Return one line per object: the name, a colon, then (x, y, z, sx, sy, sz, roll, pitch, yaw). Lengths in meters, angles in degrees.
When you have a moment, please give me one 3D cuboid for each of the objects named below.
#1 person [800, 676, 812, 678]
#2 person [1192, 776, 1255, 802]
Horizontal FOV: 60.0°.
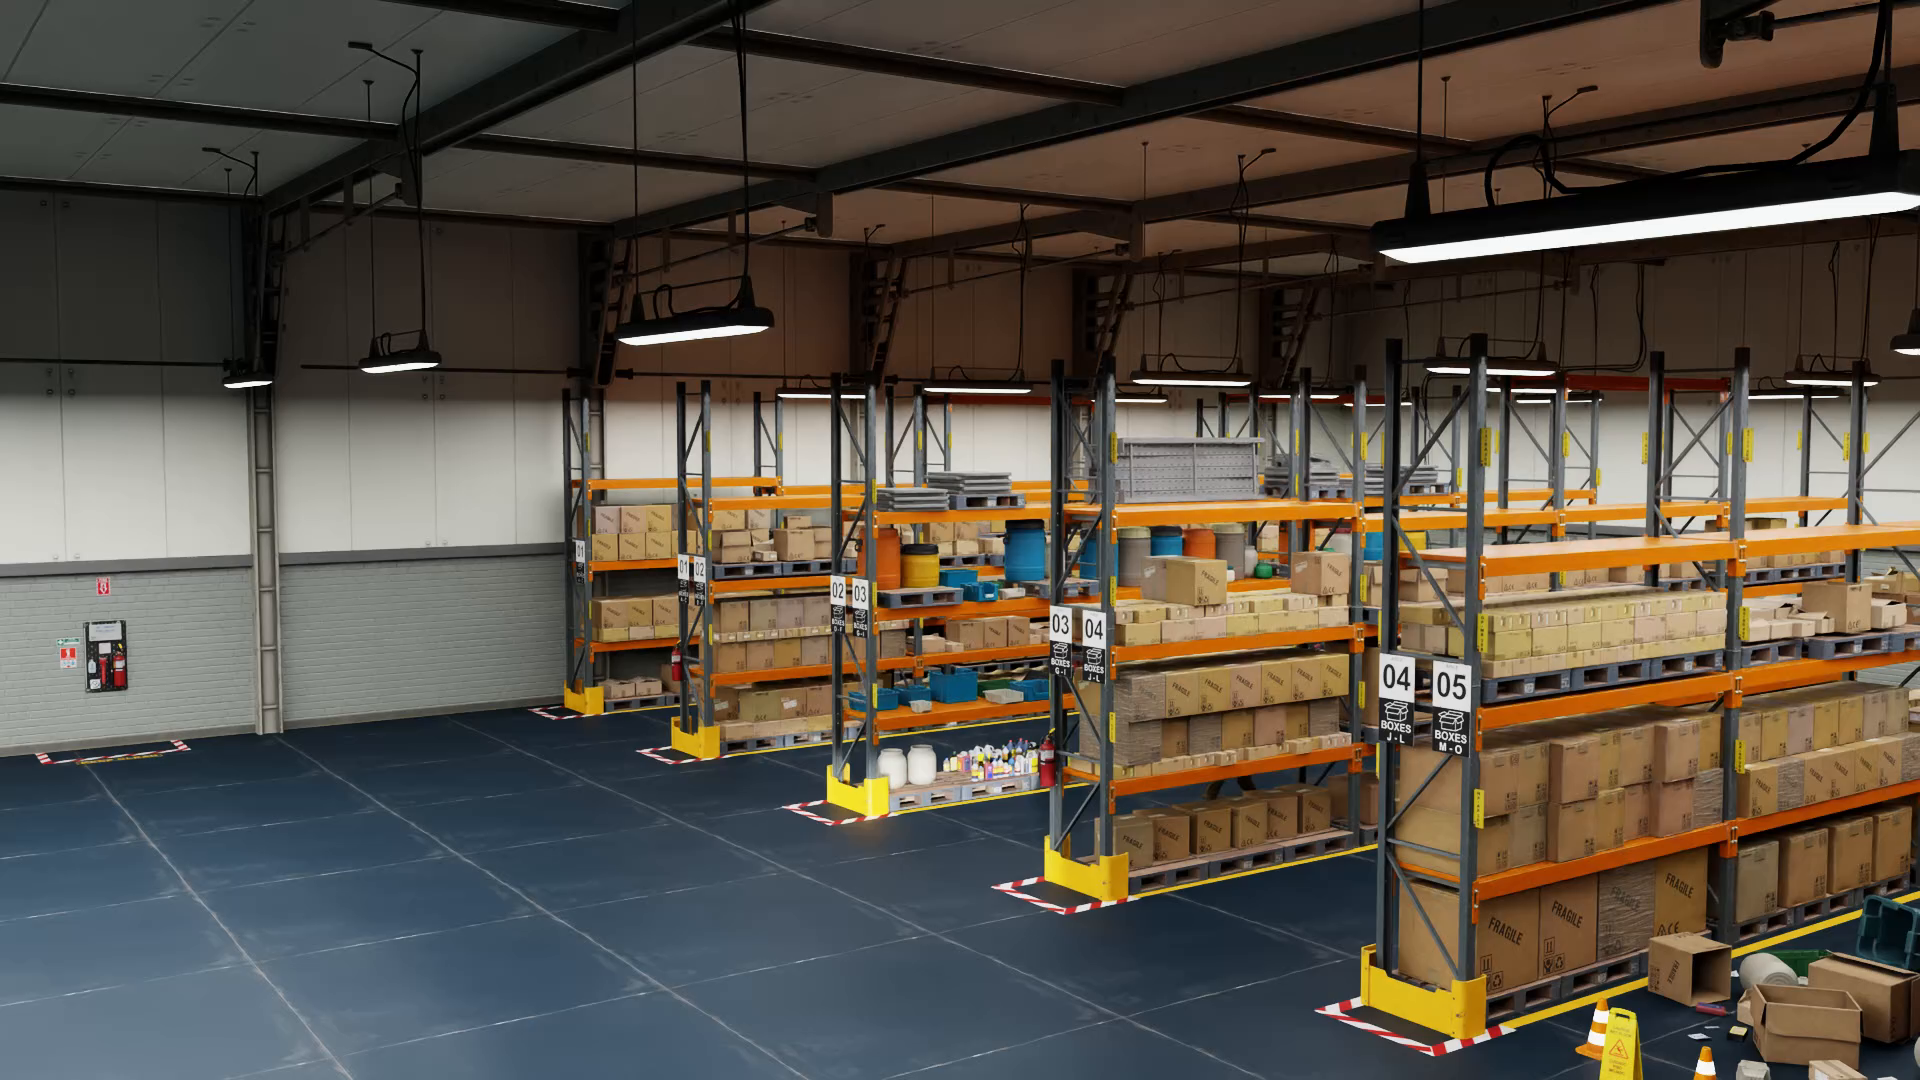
person: (-2.741, 2.414, 29.953, 0.756, 1.704, 0.522, -3, 5, -37)
person: (3.622, 2.817, 22.949, 1.144, 1.714, 0.705, -1, 4, -17)
